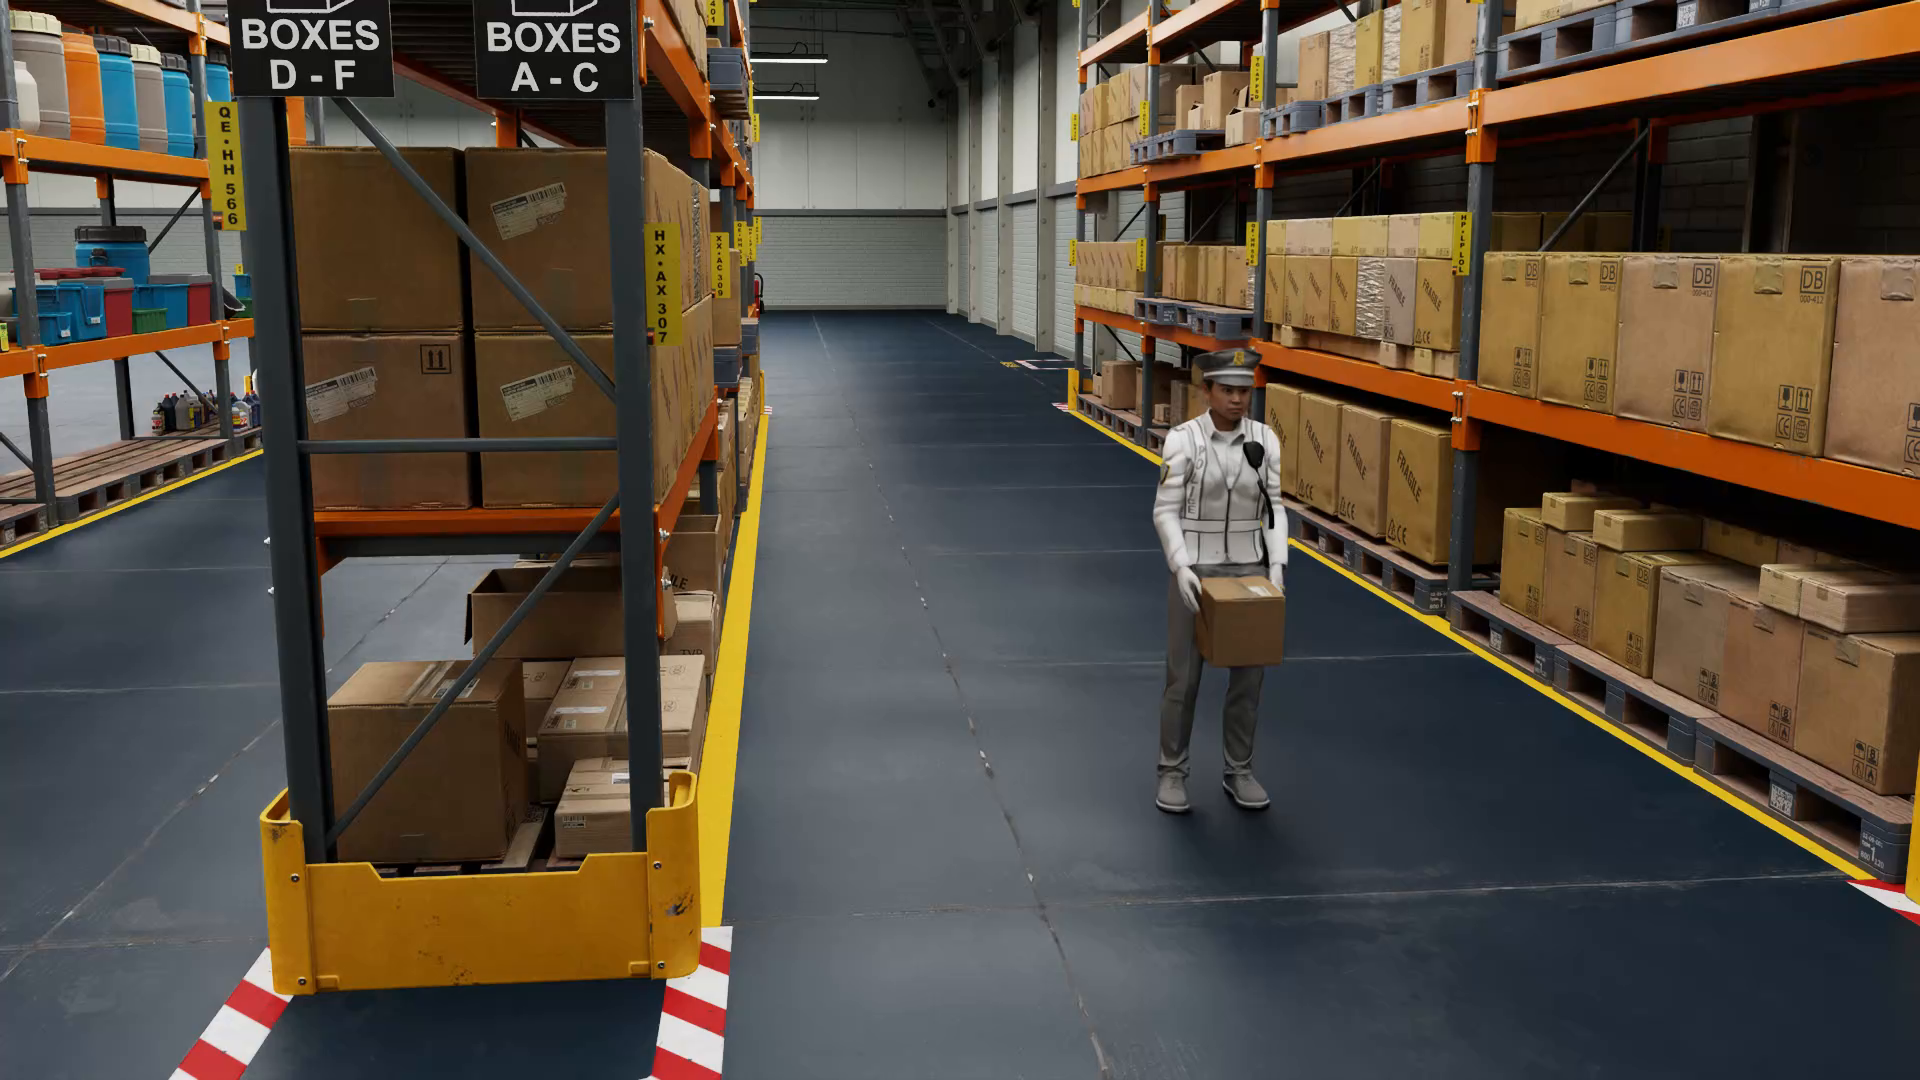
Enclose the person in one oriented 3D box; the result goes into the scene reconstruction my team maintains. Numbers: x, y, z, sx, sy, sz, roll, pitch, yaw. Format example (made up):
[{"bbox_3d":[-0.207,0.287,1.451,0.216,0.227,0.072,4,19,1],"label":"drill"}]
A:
[{"bbox_3d":[0.954,0.139,6.062,0.501,1.682,0.398,-1,10,-7],"label":"person"}]
